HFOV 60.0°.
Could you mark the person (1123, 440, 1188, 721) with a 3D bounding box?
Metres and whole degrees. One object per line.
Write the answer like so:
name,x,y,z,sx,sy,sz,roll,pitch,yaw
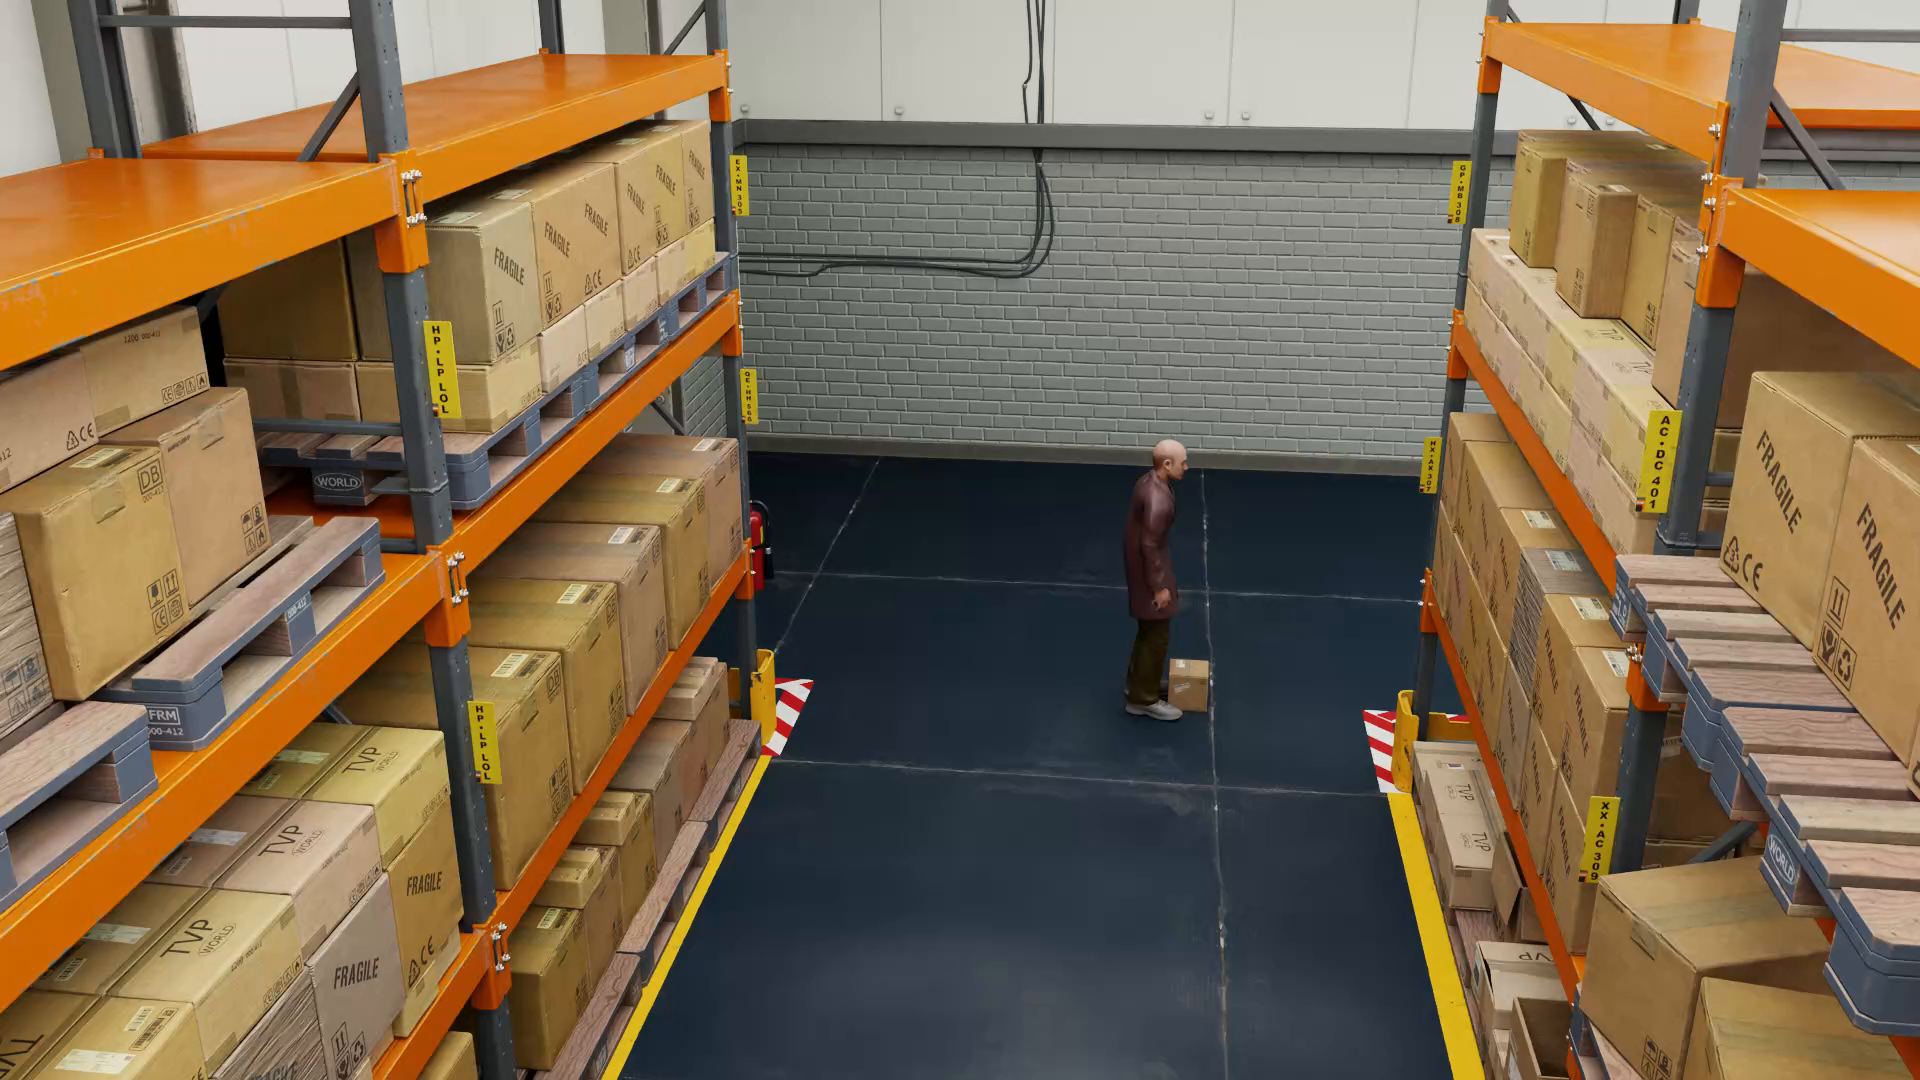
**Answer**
person,1.234,0.221,10.522,0.418,1.774,0.648,2,21,6
